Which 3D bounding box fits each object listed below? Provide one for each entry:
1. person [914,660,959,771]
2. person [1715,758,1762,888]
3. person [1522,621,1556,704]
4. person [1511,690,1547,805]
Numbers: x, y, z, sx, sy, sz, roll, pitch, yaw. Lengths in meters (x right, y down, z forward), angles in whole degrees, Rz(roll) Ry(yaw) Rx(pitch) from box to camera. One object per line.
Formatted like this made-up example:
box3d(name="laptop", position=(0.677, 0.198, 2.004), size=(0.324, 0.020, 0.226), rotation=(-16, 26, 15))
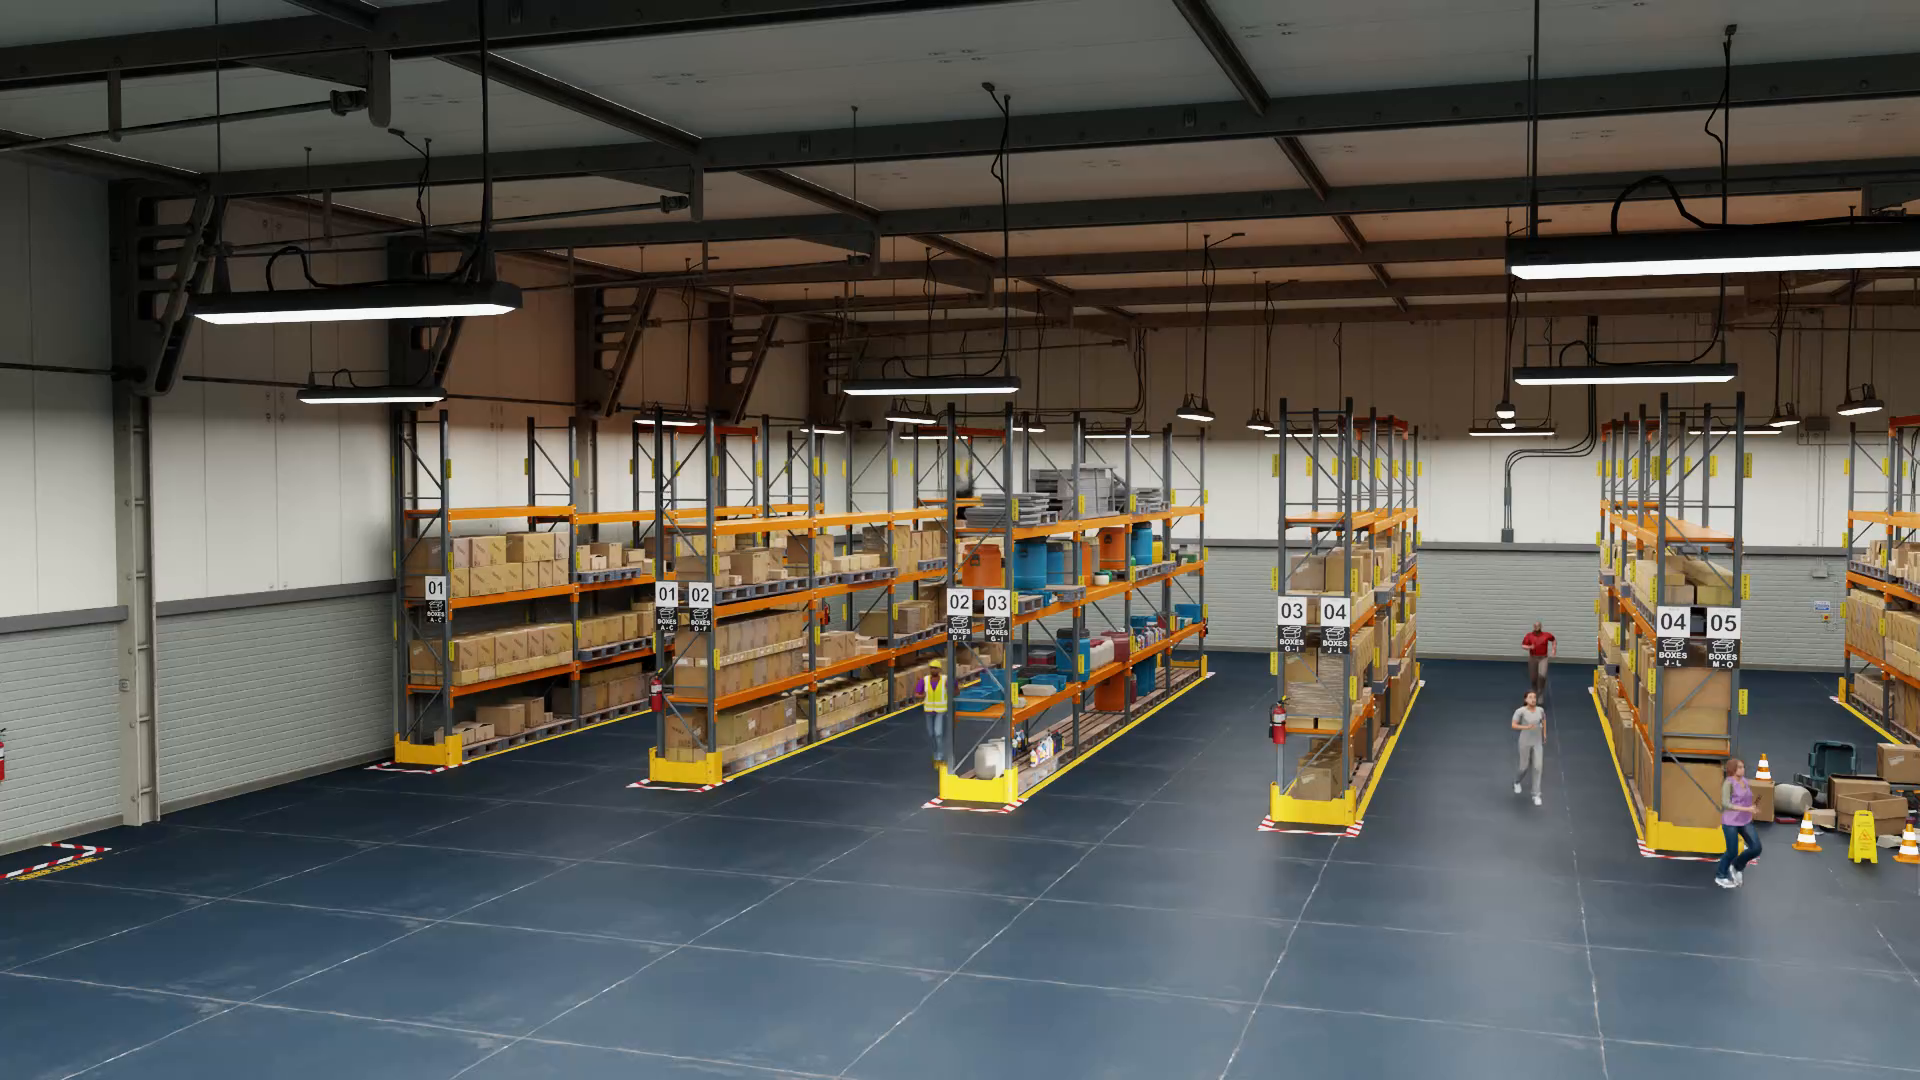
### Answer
box3d(name="person", position=(-0.414, 2.919, 27.907), size=(0.689, 1.840, 0.810), rotation=(1, 3, 16))
box3d(name="person", position=(9.220, 3.359, 19.672), size=(0.515, 1.565, 0.607), rotation=(-1, 3, -23))
box3d(name="person", position=(12.417, 2.623, 35.673), size=(0.672, 1.788, 0.925), rotation=(1, 3, 26))
box3d(name="person", position=(8.550, 3.068, 24.962), size=(0.597, 1.658, 0.936), rotation=(0, 2, -1))
